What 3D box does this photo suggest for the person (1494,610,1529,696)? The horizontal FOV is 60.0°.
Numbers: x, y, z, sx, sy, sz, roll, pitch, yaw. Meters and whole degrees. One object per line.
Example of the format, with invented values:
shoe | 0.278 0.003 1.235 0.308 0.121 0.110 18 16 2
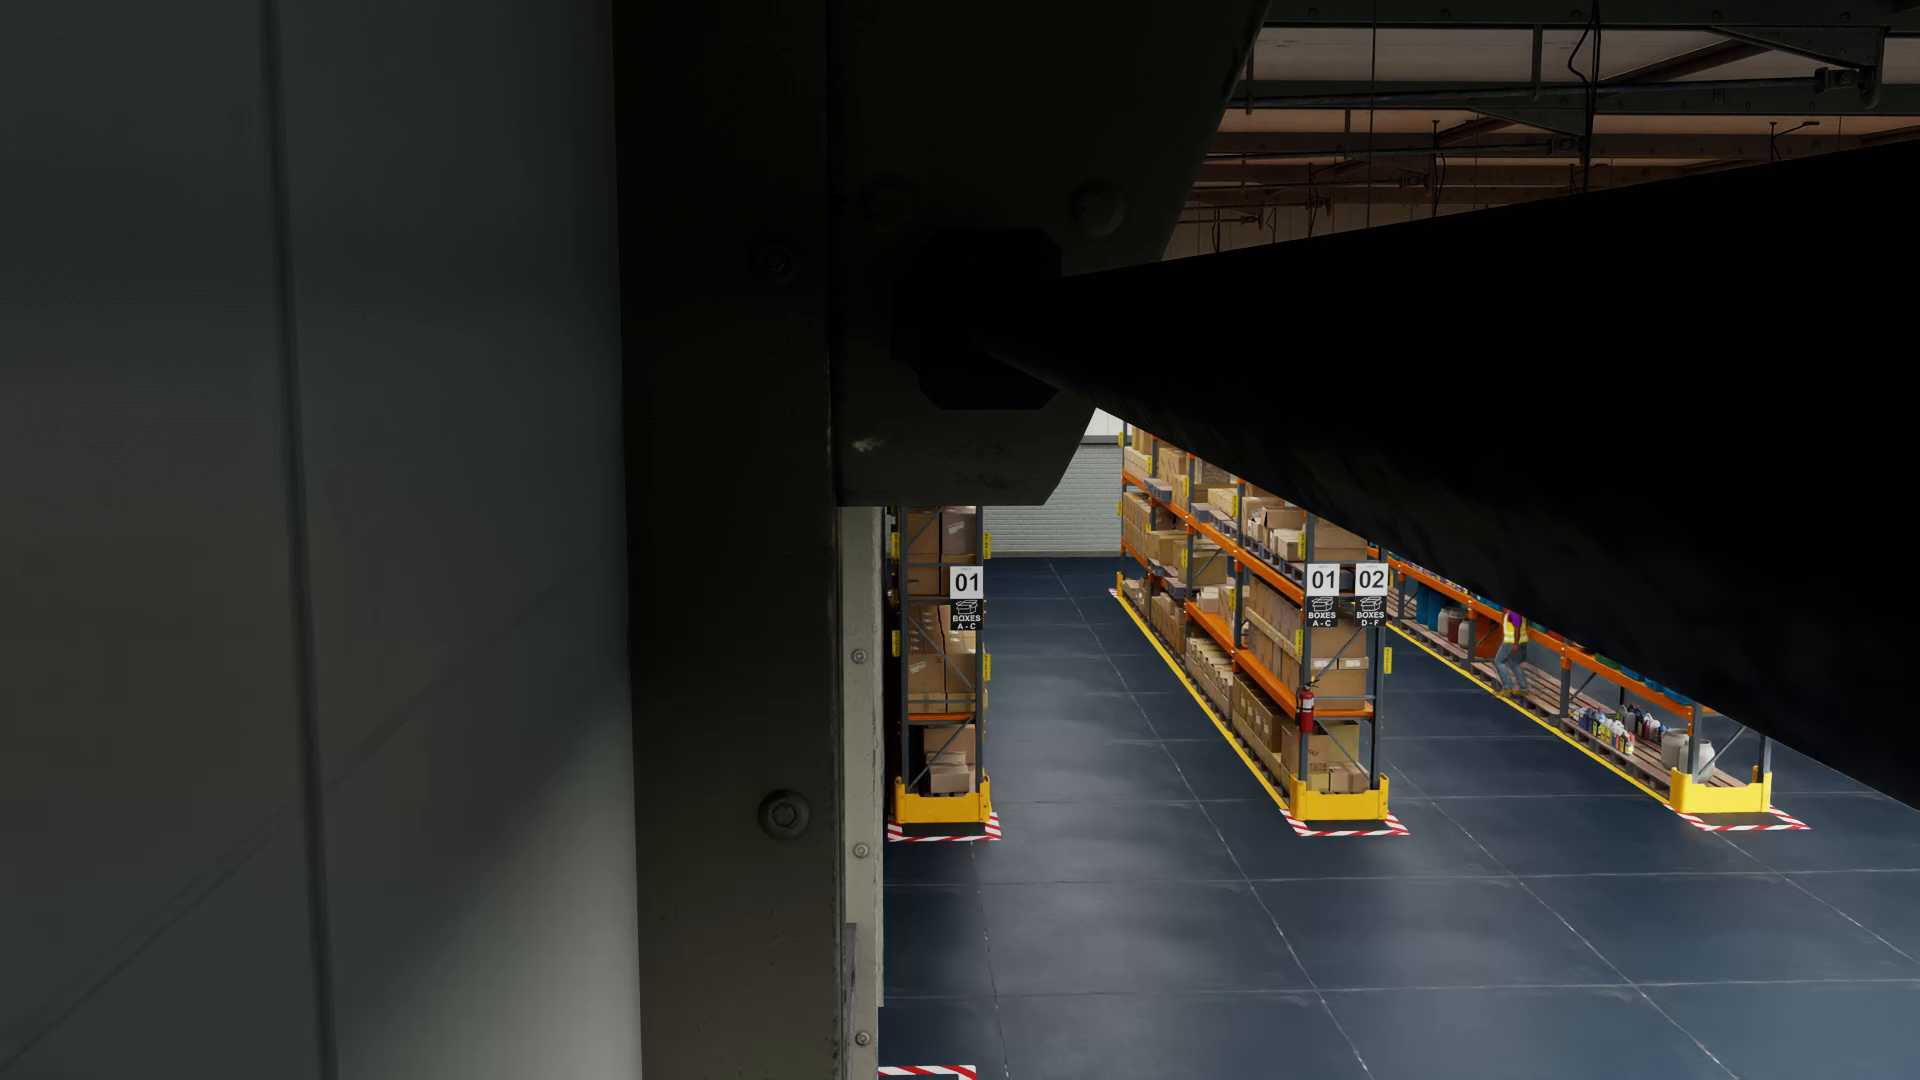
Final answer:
person | 8.819 1.623 26.341 0.557 1.748 0.548 -6 10 -38
